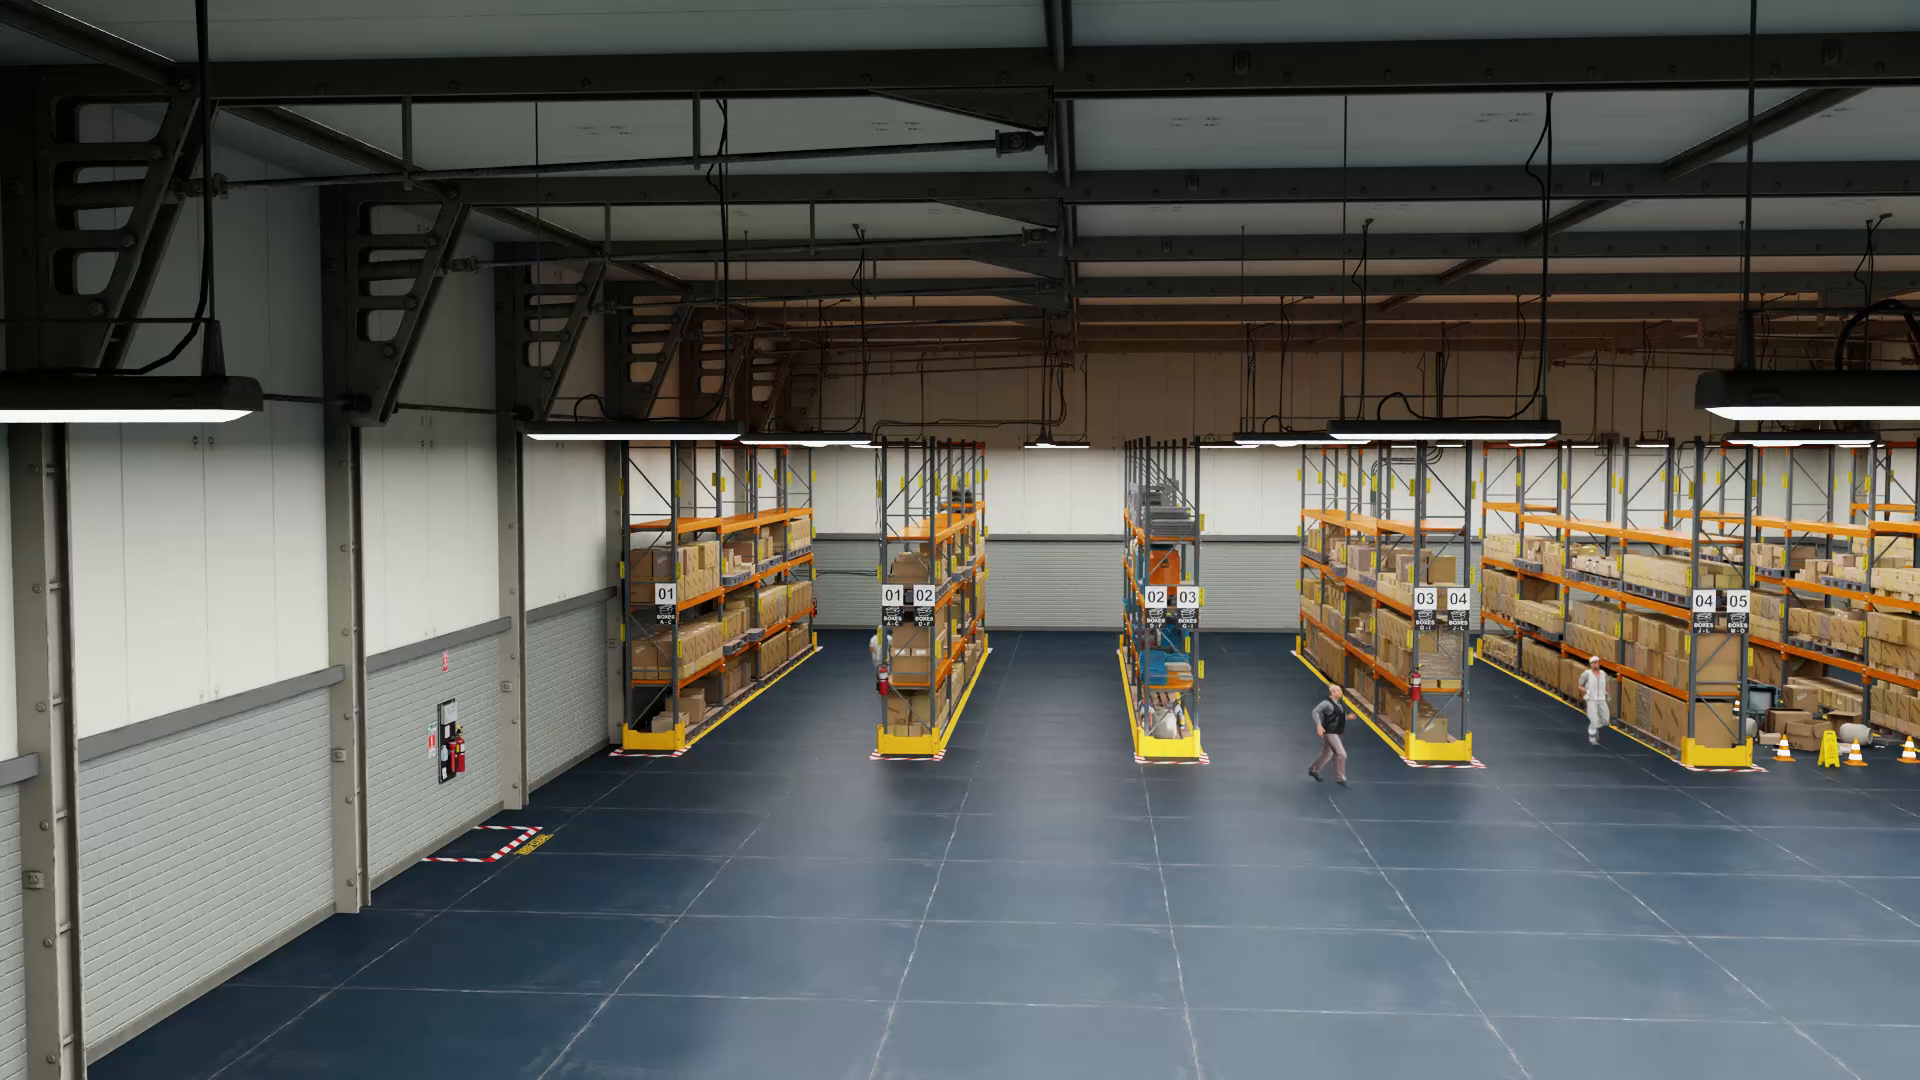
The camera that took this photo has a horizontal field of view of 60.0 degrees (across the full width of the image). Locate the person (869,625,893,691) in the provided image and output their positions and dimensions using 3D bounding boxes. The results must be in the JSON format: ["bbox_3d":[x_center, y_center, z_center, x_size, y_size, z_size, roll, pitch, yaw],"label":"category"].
[{"bbox_3d":[-1.843,2.821,38.991,0.580,1.680,0.685,0,3,5],"label":"person"}]

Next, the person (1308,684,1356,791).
[{"bbox_3d":[6.320,3.336,28.299,0.867,1.773,0.628,2,4,33],"label":"person"}]

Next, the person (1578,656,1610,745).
[{"bbox_3d":[12.344,3.121,32.263,0.649,1.740,0.603,0,3,-3],"label":"person"}]

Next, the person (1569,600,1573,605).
[{"bbox_3d":[16.502,2.469,45.103,0.544,1.706,0.688,0,3,7],"label":"person"}]
